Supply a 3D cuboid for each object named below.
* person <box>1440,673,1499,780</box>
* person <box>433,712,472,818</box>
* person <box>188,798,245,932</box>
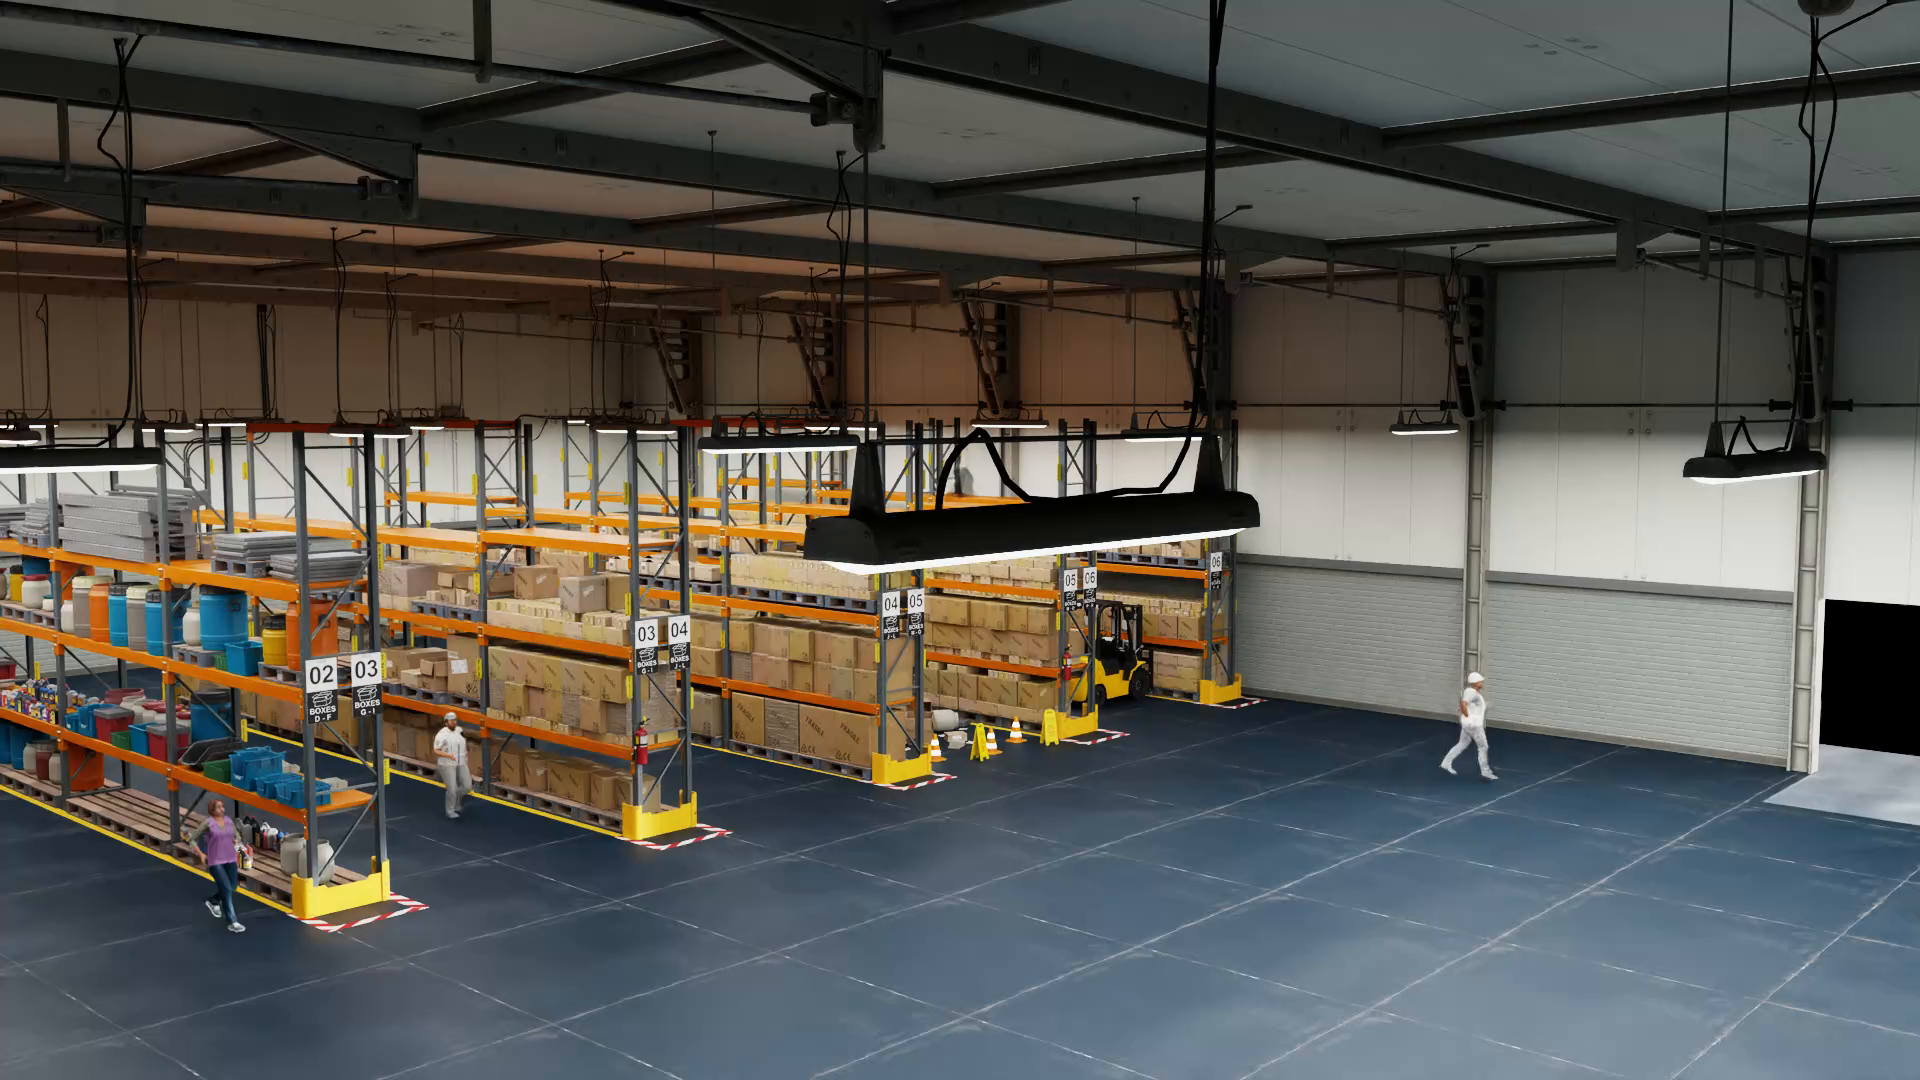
[{"bbox_3d":[8.596,3.125,27.979,0.956,1.803,0.674,0,5,0],"label":"person"},{"bbox_3d":[-7.727,3.440,25.433,0.557,1.621,0.599,4,6,43],"label":"person"},{"bbox_3d":[-8.899,3.904,20.039,0.816,1.550,0.548,3,6,32],"label":"person"}]
